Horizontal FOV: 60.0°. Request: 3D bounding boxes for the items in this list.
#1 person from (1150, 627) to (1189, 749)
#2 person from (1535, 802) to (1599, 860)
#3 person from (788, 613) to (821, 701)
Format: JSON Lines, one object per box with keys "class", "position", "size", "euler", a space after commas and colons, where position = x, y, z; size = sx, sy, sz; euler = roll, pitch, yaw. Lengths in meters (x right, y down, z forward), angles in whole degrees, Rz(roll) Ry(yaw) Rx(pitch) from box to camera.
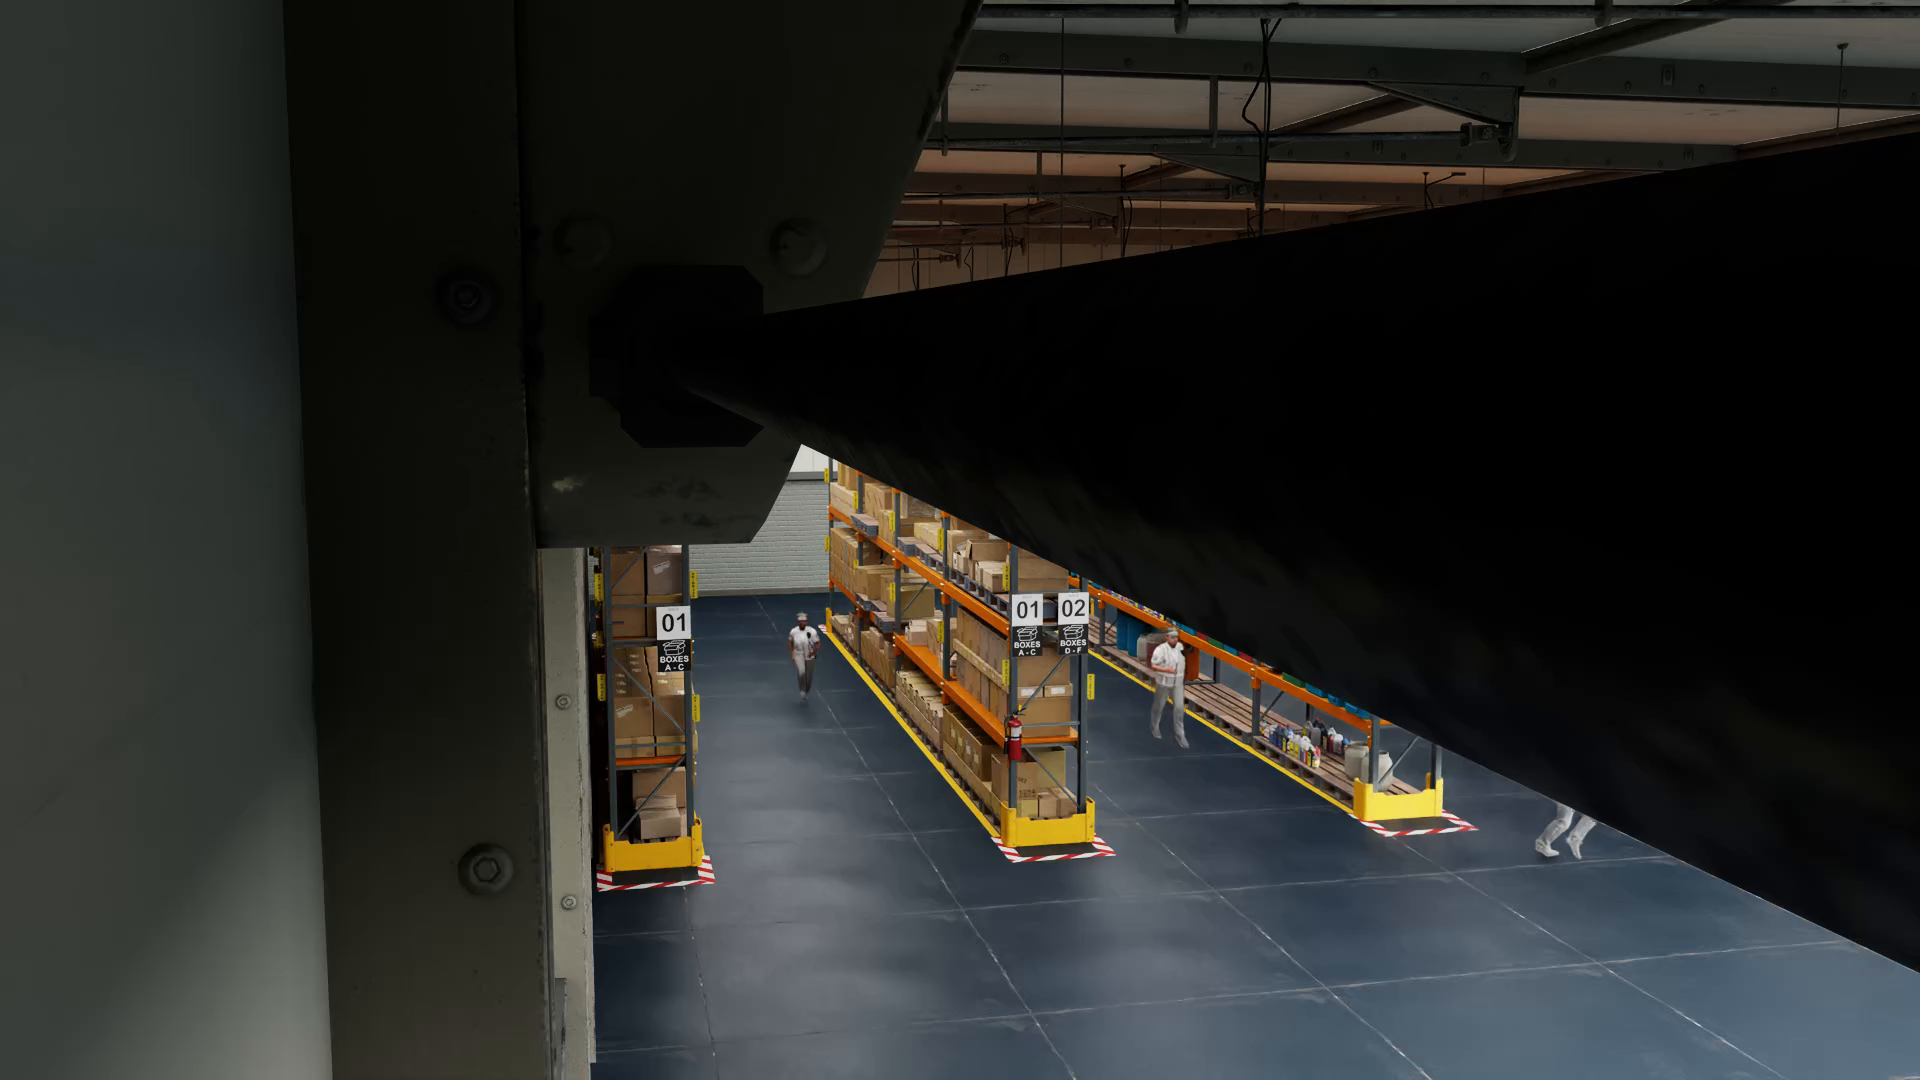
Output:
{"class": "person", "position": [3.178, 2.203, 25.361], "size": [0.608, 1.826, 0.881], "euler": [-2, 7, -15]}
{"class": "person", "position": [7.465, 3.049, 20.285], "size": [0.802, 1.755, 0.683], "euler": [3, 7, 22]}
{"class": "person", "position": [-2.693, 2.037, 28.692], "size": [0.548, 1.626, 0.858], "euler": [-1, 7, -6]}
